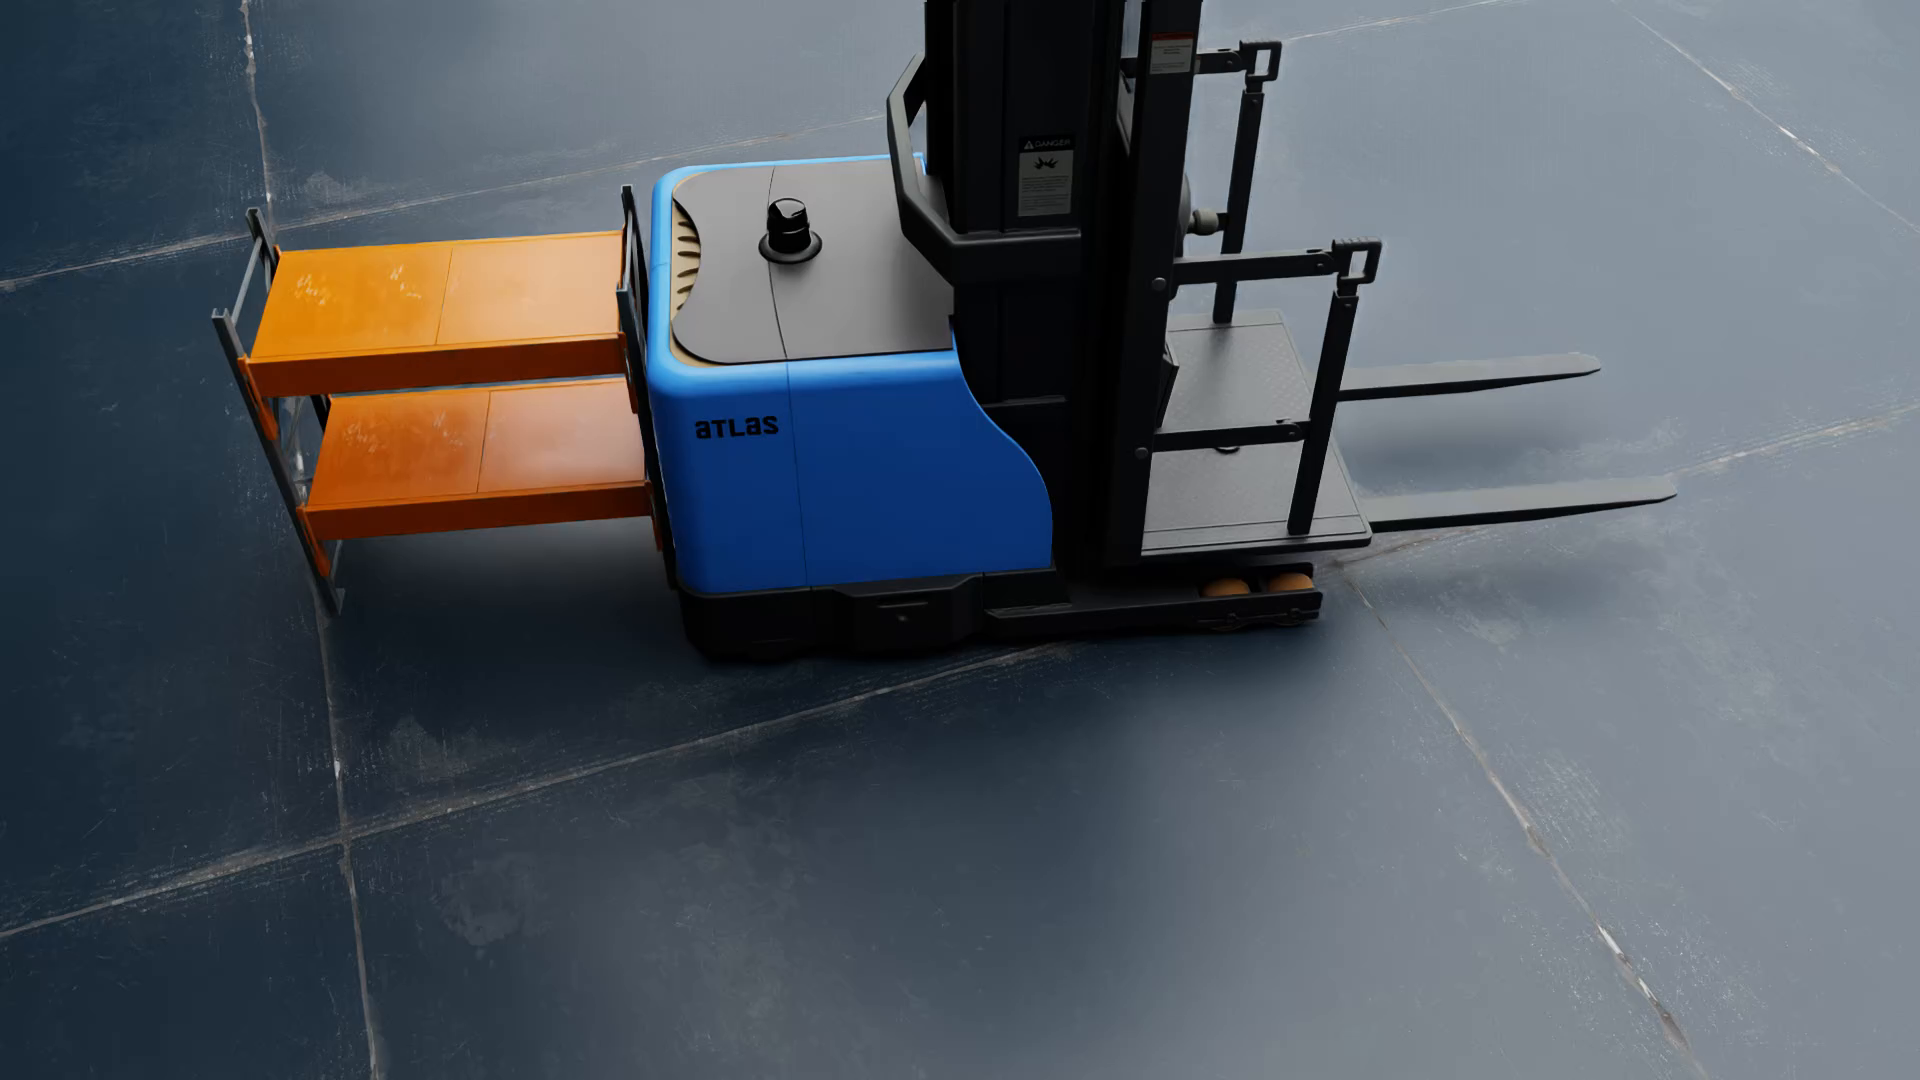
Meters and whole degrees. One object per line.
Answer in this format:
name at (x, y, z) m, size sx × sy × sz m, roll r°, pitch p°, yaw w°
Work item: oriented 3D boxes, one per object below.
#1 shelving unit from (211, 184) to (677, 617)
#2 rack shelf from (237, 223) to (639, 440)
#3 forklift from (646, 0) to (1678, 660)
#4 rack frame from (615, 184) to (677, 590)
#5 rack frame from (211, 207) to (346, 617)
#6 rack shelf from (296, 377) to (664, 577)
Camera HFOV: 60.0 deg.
shelving unit at (-1.409, -0.382, 4.837) m, size 1.048 × 1.125 × 0.538 m, roll -5°, pitch 45°, yaw -4°
rack shelf at (-1.409, -0.589, 4.629) m, size 1.000 × 0.278 × 0.538 m, roll -5°, pitch 45°, yaw -4°
forklift at (0.652, -1.133, 4.310) m, size 3.031 × 2.935 × 1.130 m, roll -5°, pitch 45°, yaw -4°
rack frame at (-0.904, -0.422, 4.876) m, size 0.032 × 1.125 × 0.500 m, roll -5°, pitch 45°, yaw -4°
rack frame at (-1.915, -0.342, 4.797) m, size 0.032 × 1.125 × 0.500 m, roll -5°, pitch 45°, yaw -4°
rack shelf at (-1.409, -0.209, 5.010) m, size 1.000 × 0.278 × 0.538 m, roll -5°, pitch 45°, yaw -4°
